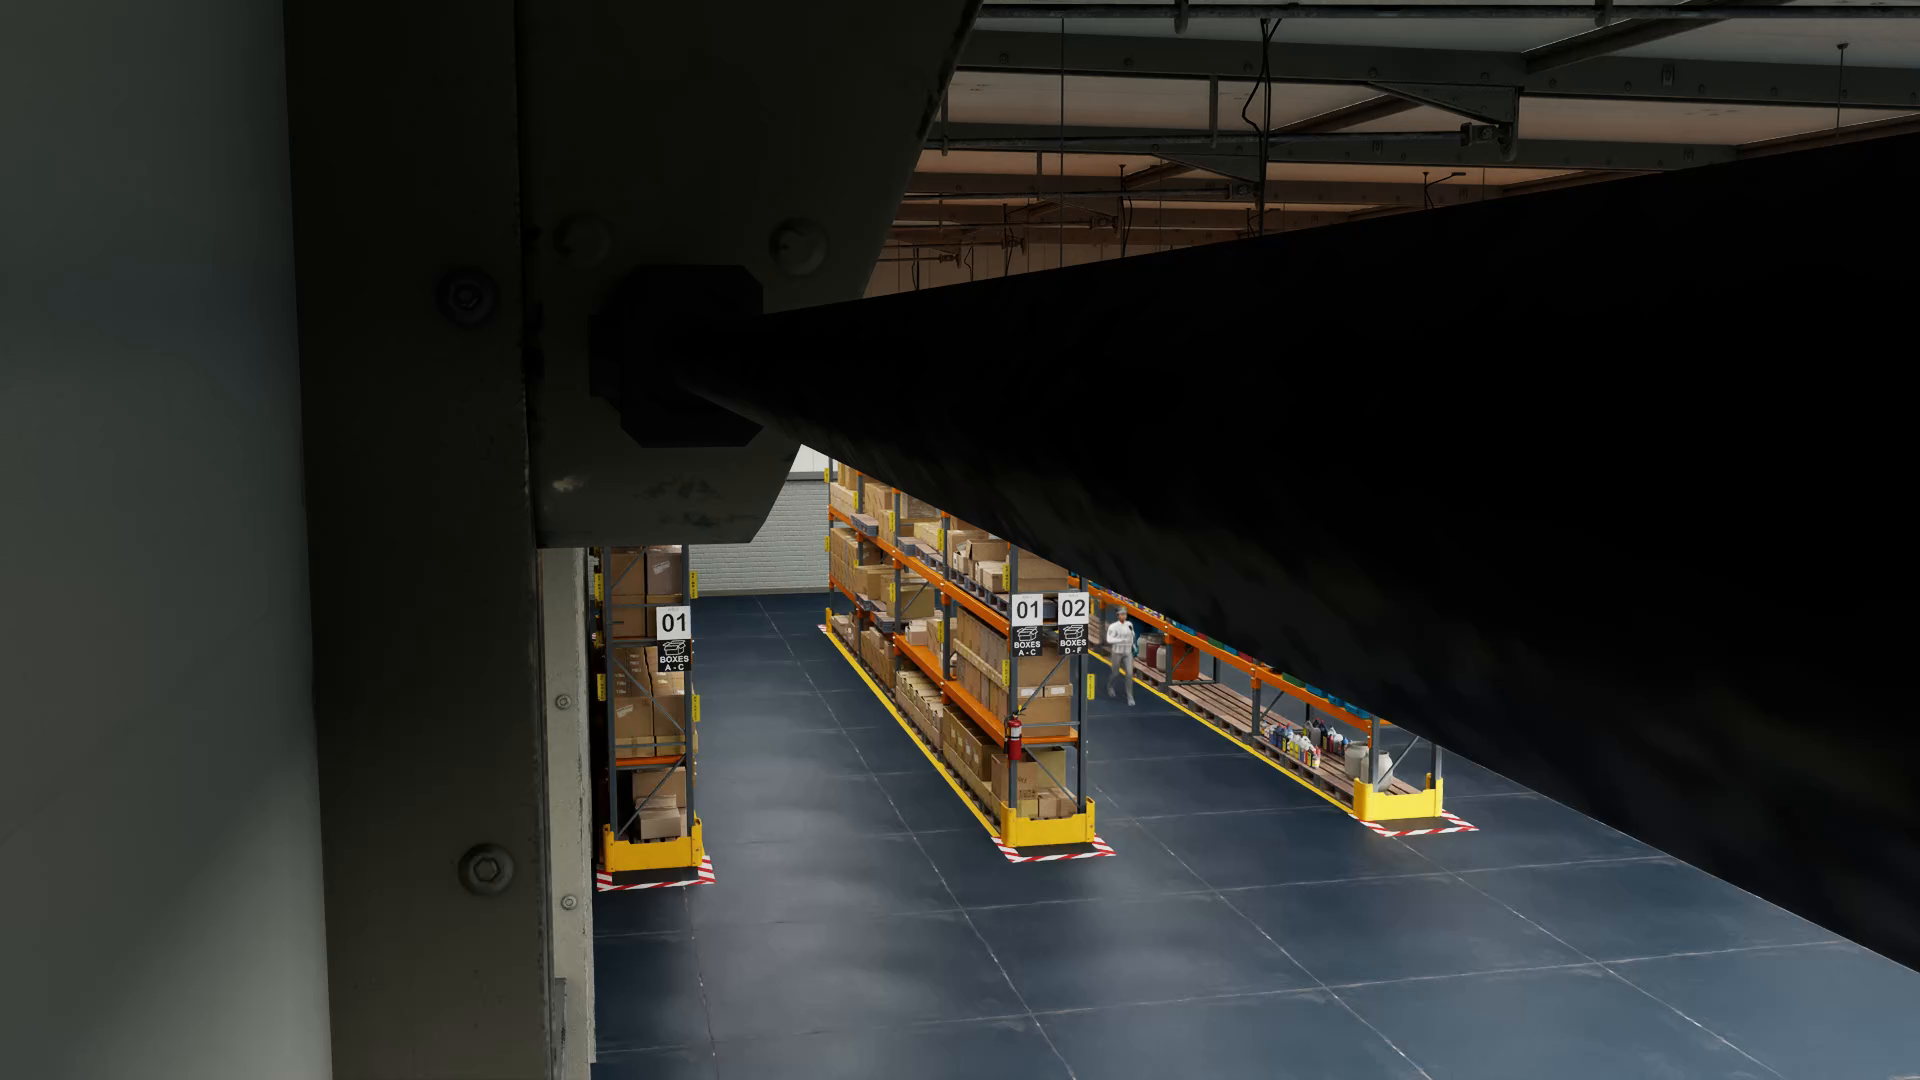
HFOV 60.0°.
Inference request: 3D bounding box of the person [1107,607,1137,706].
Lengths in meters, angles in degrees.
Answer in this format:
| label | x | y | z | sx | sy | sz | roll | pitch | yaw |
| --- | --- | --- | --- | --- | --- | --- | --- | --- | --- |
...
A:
| label | x | y | z | sx | sy | sz | roll | pitch | yaw |
| --- | --- | --- | --- | --- | --- | --- | --- | --- | --- |
| person | 2.853 | 2.000 | 29.246 | 0.604 | 1.696 | 0.905 | -2 | 7 | -14 |
